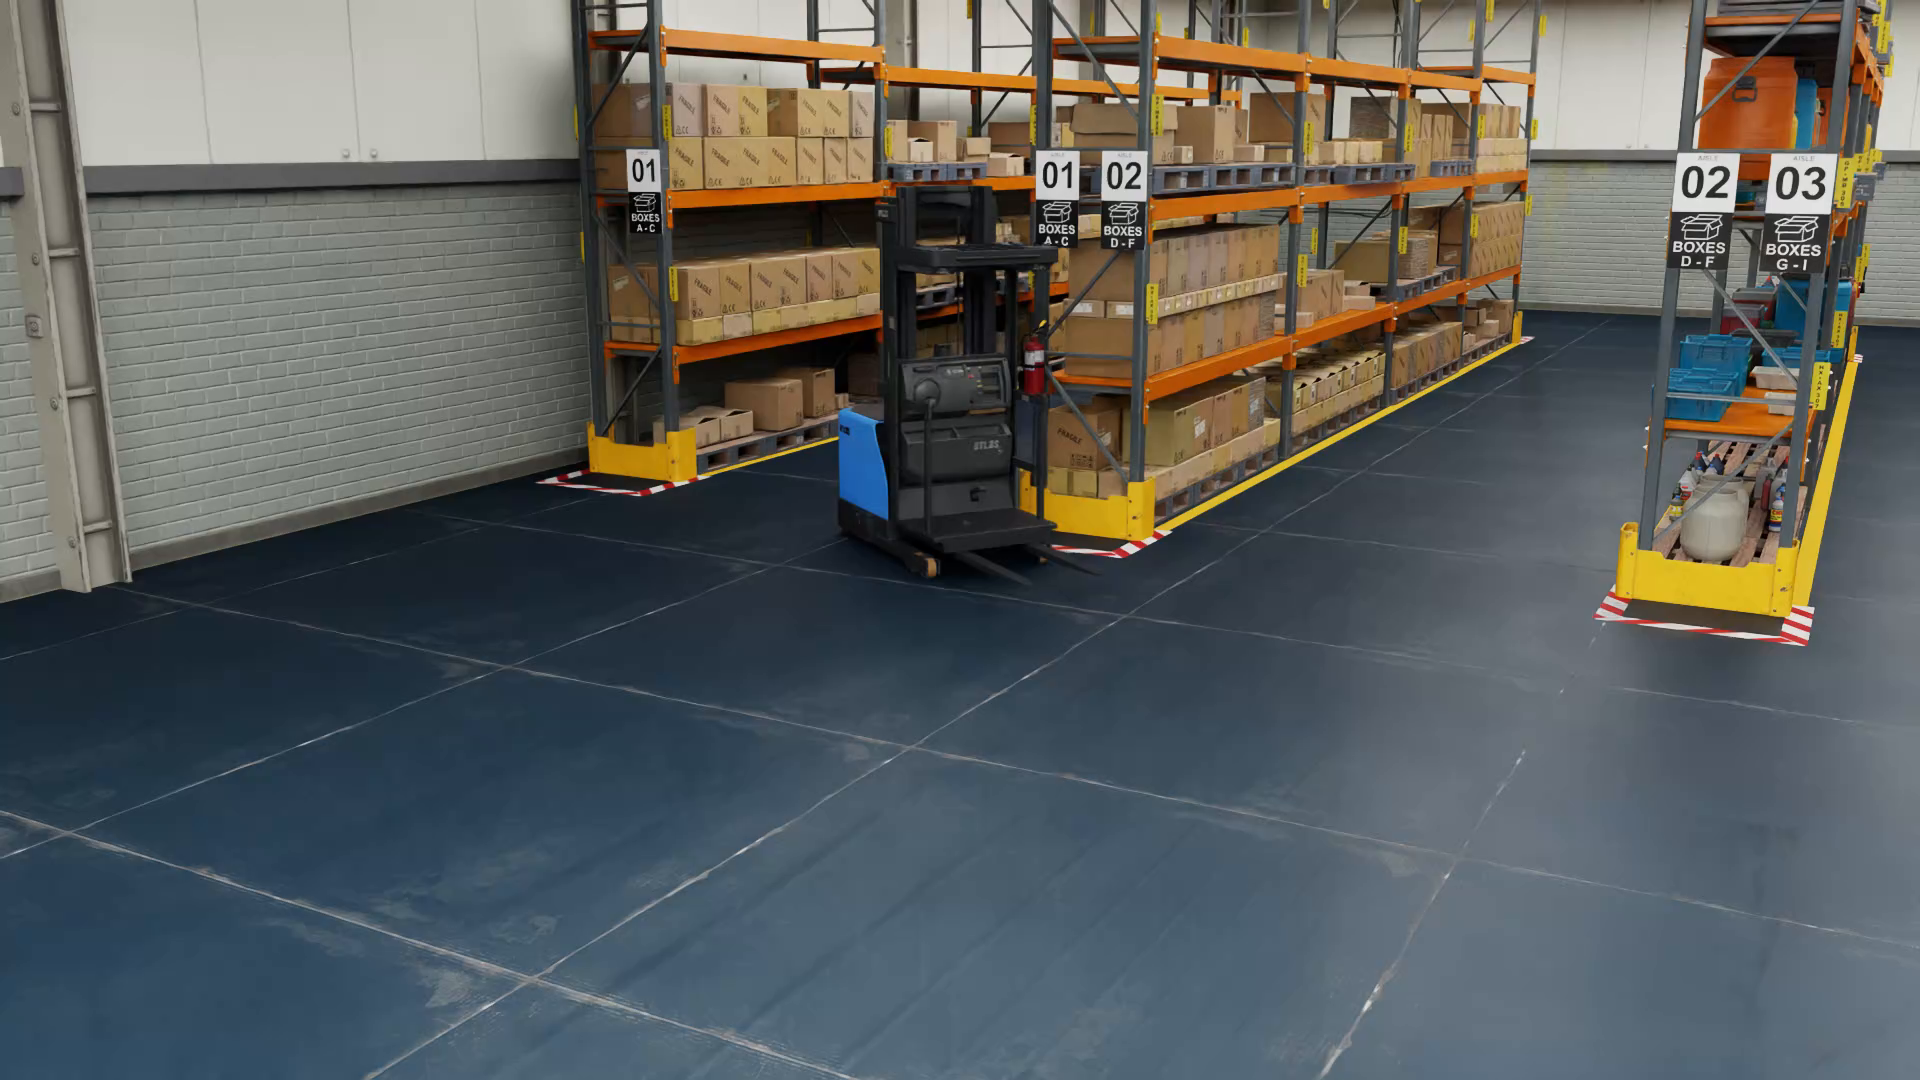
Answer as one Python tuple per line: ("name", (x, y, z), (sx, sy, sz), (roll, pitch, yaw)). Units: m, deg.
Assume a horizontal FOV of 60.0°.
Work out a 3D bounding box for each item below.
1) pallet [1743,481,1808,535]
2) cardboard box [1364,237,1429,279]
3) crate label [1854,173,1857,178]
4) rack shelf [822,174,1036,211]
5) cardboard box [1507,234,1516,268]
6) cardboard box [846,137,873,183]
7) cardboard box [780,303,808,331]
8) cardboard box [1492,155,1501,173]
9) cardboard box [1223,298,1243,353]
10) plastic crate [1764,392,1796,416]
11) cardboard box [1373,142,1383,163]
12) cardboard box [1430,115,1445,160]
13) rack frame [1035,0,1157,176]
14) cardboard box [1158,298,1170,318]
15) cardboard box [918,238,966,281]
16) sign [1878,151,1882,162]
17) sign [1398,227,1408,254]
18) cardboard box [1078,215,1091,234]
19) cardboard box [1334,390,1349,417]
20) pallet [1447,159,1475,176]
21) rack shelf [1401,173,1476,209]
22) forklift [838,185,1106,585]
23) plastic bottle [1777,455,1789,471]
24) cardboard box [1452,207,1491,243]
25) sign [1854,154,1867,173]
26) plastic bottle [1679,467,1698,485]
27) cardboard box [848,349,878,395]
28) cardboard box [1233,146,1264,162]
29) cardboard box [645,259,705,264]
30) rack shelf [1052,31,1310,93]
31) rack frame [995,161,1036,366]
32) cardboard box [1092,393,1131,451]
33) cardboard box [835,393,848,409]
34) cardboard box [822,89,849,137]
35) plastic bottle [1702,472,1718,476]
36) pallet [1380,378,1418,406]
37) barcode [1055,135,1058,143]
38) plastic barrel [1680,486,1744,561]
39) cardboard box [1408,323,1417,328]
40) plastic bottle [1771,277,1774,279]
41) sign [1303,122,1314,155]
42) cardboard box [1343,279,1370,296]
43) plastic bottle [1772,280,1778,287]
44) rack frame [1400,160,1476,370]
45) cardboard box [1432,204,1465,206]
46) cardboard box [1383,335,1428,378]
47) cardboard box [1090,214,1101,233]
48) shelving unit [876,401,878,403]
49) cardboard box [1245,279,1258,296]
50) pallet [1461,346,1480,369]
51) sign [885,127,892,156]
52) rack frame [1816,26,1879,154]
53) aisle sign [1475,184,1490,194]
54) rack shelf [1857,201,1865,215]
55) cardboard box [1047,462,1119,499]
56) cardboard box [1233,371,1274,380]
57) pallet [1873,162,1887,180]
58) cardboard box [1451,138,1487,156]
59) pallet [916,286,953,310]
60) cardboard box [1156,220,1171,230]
("pallet", (7.005, -0.319, 14.908), (1.003, 0.211, 1.213), (7, 15, 28))
("cardboard box", (5.780, -3.751, 22.085), (0.700, 0.500, 0.500), (11, 17, 38))
("crate label", (6.626, -2.720, 12.832), (0.502, 0.251, 0.408), (7, 15, 28))
("rack shelf", (-0.340, -4.449, 21.224), (1.077, 0.370, 4.000), (7, 15, 28))
("cardboard box", (8.606, -4.651, 26.712), (0.500, 0.500, 0.500), (8, 15, 29))
("cardboard box", (-1.336, -4.315, 18.875), (0.500, 0.500, 0.500), (8, 16, 30))
("cardboard box", (-1.990, -2.426, 17.975), (0.500, 0.250, 0.500), (8, 15, 29))
("cardboard box", (7.839, -5.673, 25.084), (0.500, 0.250, 0.500), (7, 15, 28))
("cardboard box", (2.327, -2.115, 16.195), (0.700, 0.500, 0.500), (8, 16, 29))
("plastic crate", (6.146, -1.006, 12.370), (0.298, 0.136, 0.250), (7, 15, 28))
("cardboard box", (4.795, -4.681, 20.072), (0.500, 0.250, 0.500), (6, 15, 24))
("cardboard box", (6.288, -5.536, 22.874), (0.600, 0.600, 0.600), (7, 15, 27))
("rack frame", (1.098, -4.466, 13.357), (1.000, 3.000, 0.127), (7, 15, 28))
("cardboard box", (1.601, -2.024, 14.431), (0.380, 0.149, 0.250), (7, 15, 27))
("cardboard box", (-0.174, -3.658, 21.654), (0.700, 0.500, 0.500), (7, 15, 28))
("sign", (13.656, -5.618, 24.761), (0.100, 0.325, 0.005), (7, 15, 28))
("sign", (5.453, -3.691, 20.474), (0.100, 0.325, 0.005), (7, 15, 28))
("cardboard box", (1.569, -4.596, 24.206), (0.500, 0.250, 0.500), (7, 15, 28))
("cardboard box", (4.186, -1.608, 19.273), (0.500, 0.250, 0.500), (8, 16, 29))
("pallet", (6.522, -5.252, 23.421), (1.213, 0.211, 1.003), (7, 15, 28))
("rack shelf", (5.932, -4.709, 22.303), (1.077, 0.370, 4.000), (7, 15, 28))
("forklift", (0.073, -1.243, 12.938), (1.130, 2.935, 3.031), (-7, 15, -26))
("plastic bottle", (7.307, -0.569, 14.708), (0.144, 0.351, 0.185), (7, 15, 27))
("cardboard box", (7.622, -4.717, 24.851), (0.500, 0.500, 0.500), (7, 15, 26))
("sign", (7.842, -3.206, 14.512), (0.100, 0.325, 0.005), (7, 15, 28))
("plastic bottle", (6.226, -0.451, 14.219), (0.144, 0.351, 0.185), (8, 16, 30))
("cardboard box", (-0.966, -2.082, 20.664), (0.700, 0.500, 0.500), (8, 16, 30))
("cardboard box", (2.688, -3.700, 15.921), (0.380, 0.149, 0.250), (7, 15, 28))
("cardboard box", (-2.947, -2.634, 17.237), (0.500, 0.500, 0.500), (8, 16, 29))
("rack shelf", (2.065, -4.332, 15.190), (1.077, 0.370, 4.000), (7, 15, 28))
("rack frame", (0.627, -3.751, 23.193), (1.000, 3.000, 0.127), (7, 15, 28))
("cardboard box", (1.567, -1.132, 15.699), (0.500, 0.500, 0.500), (7, 15, 28))
("cardboard box", (-1.539, -1.654, 19.600), (0.380, 0.166, 0.250), (5, 15, 21))
("cardboard box", (-1.569, -4.685, 18.278), (0.500, 0.500, 0.500), (8, 16, 31))
("plastic bottle", (6.457, -0.442, 14.338), (0.152, 0.276, 0.135), (7, 15, 28))
("pallet", (5.359, -1.984, 21.812), (1.003, 0.211, 1.213), (7, 15, 28))
("barcode", (0.821, -3.406, 14.124), (0.001, 0.075, 0.075), (7, 15, 28))
("plastic barrel", (5.683, -0.126, 12.567), (0.421, 0.512, 0.421), (0, 14, 0))
("cardboard box", (6.203, -2.828, 23.757), (0.500, 0.500, 0.500), (8, 16, 29))
("plastic bottle", (10.419, -3.239, 21.344), (0.097, 0.271, 0.097), (0, 14, 0))
("sign", (3.518, -4.055, 16.783), (0.100, 0.325, 0.005), (7, 15, 28))
("cardboard box", (4.751, -3.078, 20.589), (0.500, 0.311, 0.500), (9, 16, 32))
("plastic bottle", (10.116, -3.100, 20.755), (0.152, 0.276, 0.135), (7, 15, 28))
("rack frame", (6.899, -4.011, 24.272), (1.000, 3.000, 0.127), (7, 15, 28))
("cardboard box", (7.650, -4.991, 25.989), (0.500, 0.500, 0.500), (7, 15, 28))
("cardboard box", (5.930, -2.461, 22.235), (0.500, 0.500, 0.500), (7, 15, 27))
("cardboard box", (1.811, -4.701, 24.644), (0.500, 0.250, 0.500), (7, 15, 27))
("shelving unit", (-0.558, -0.715, 14.725), (0.252, 1.050, 0.215), (-10, 12, -35))
("cardboard box", (2.716, -2.495, 16.387), (0.380, 0.149, 0.250), (7, 15, 28))
("pallet", (7.232, -2.796, 25.183), (1.003, 0.211, 1.213), (7, 15, 28))
("sign", (-0.828, -4.580, 19.128), (0.100, 0.325, 0.005), (7, 15, 28))
("rack frame", (9.299, -5.545, 17.834), (1.000, 3.000, 0.127), (7, 15, 28))
("aisle sign", (8.608, -6.143, 27.567), (0.394, 0.787, 0.004), (7, 15, 28))
("rack shelf", (10.266, -4.147, 19.972), (1.077, 0.370, 4.000), (7, 15, 28))
("cardboard box", (1.098, -0.560, 14.928), (0.500, 0.250, 0.500), (7, 15, 28))
("cardboard box", (3.222, -1.733, 18.596), (0.500, 0.311, 0.500), (8, 16, 30))
("pallet", (10.940, -4.644, 20.899), (1.213, 0.211, 1.003), (7, 15, 28))
("cardboard box", (7.351, -5.711, 24.177), (0.500, 0.250, 0.500), (7, 15, 28))
("pallet", (-0.810, -2.978, 20.393), (1.003, 0.211, 1.213), (7, 15, 28))
("cardboard box", (2.837, -4.827, 27.016), (0.980, 0.700, 0.700), (8, 16, 29))
